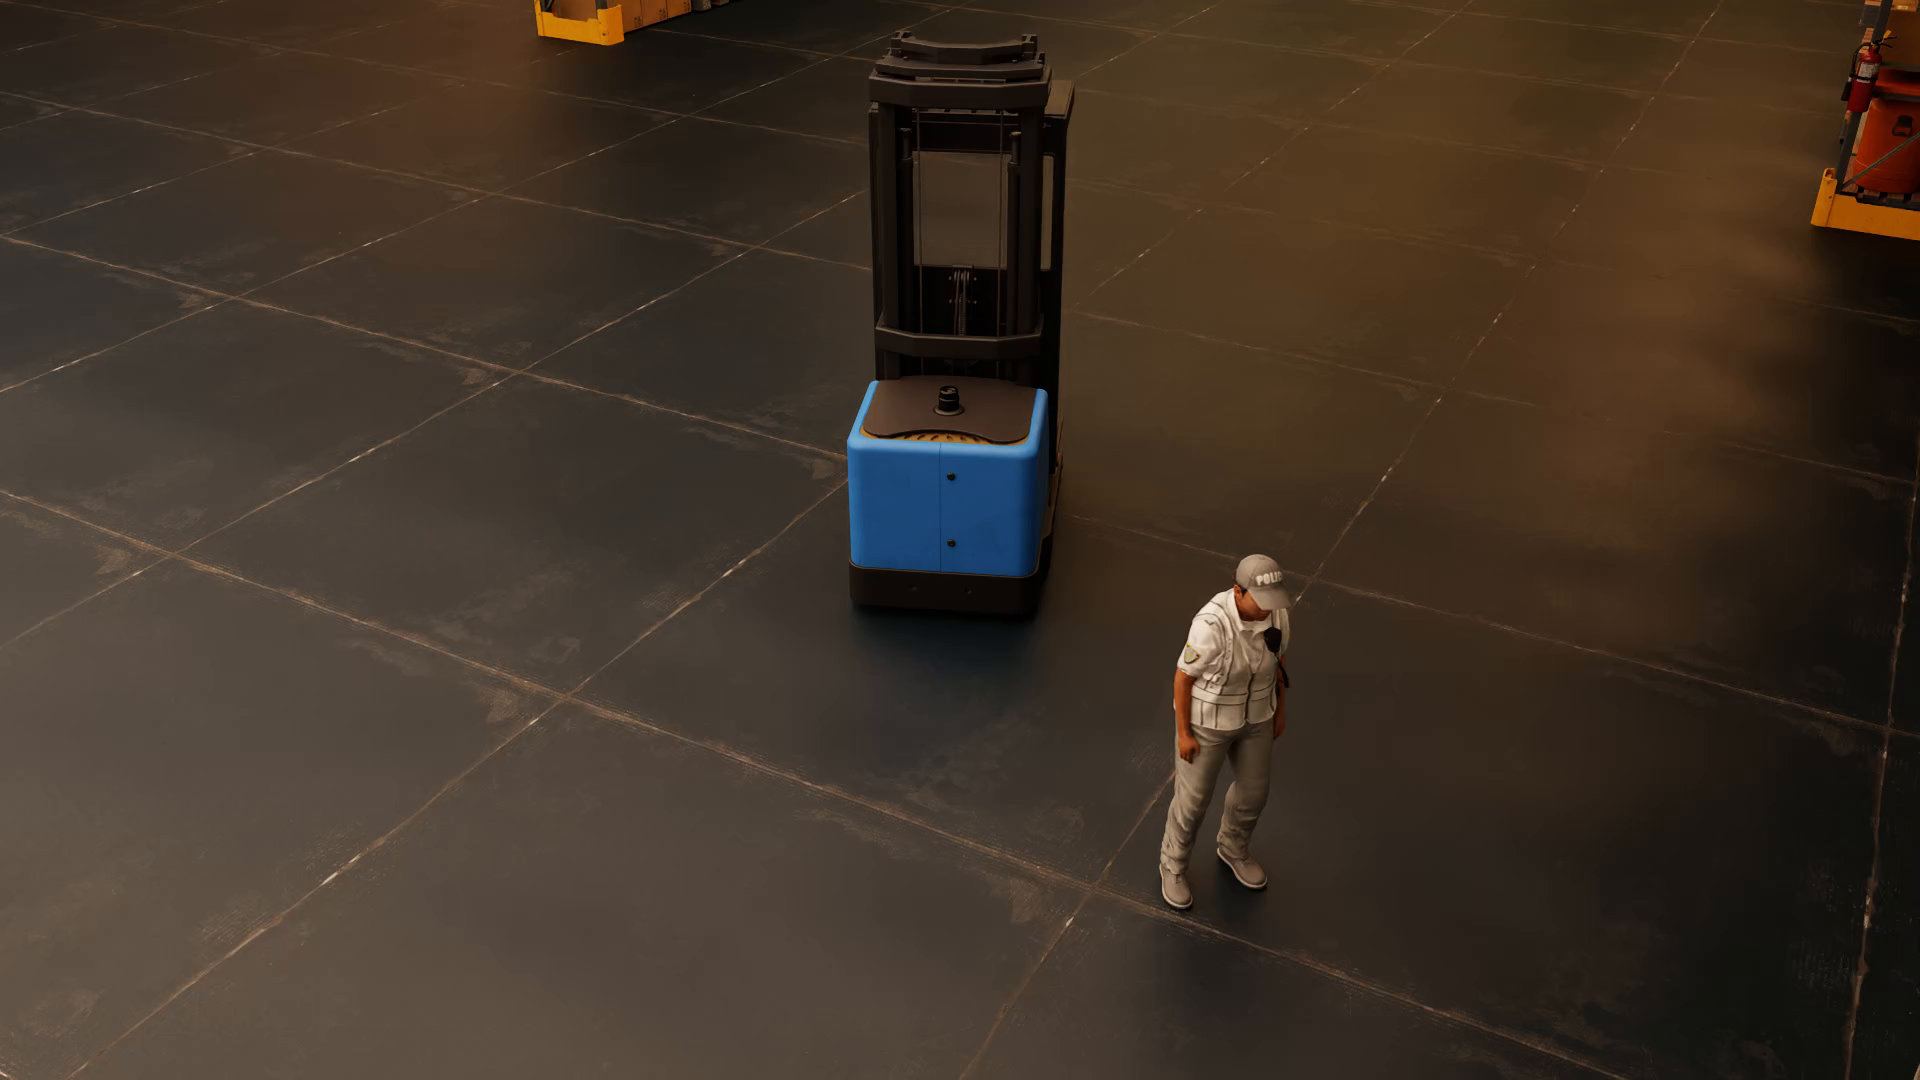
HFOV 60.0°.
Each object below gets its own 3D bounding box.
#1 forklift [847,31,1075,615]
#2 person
[{"bbox_3d":[0.072,-1.572,9.794,1.130,2.935,3.031,3,30,6],"label":"forklift"},{"bbox_3d":[1.130,0.773,6.999,0.564,1.666,0.468,-12,32,-19],"label":"person"}]
